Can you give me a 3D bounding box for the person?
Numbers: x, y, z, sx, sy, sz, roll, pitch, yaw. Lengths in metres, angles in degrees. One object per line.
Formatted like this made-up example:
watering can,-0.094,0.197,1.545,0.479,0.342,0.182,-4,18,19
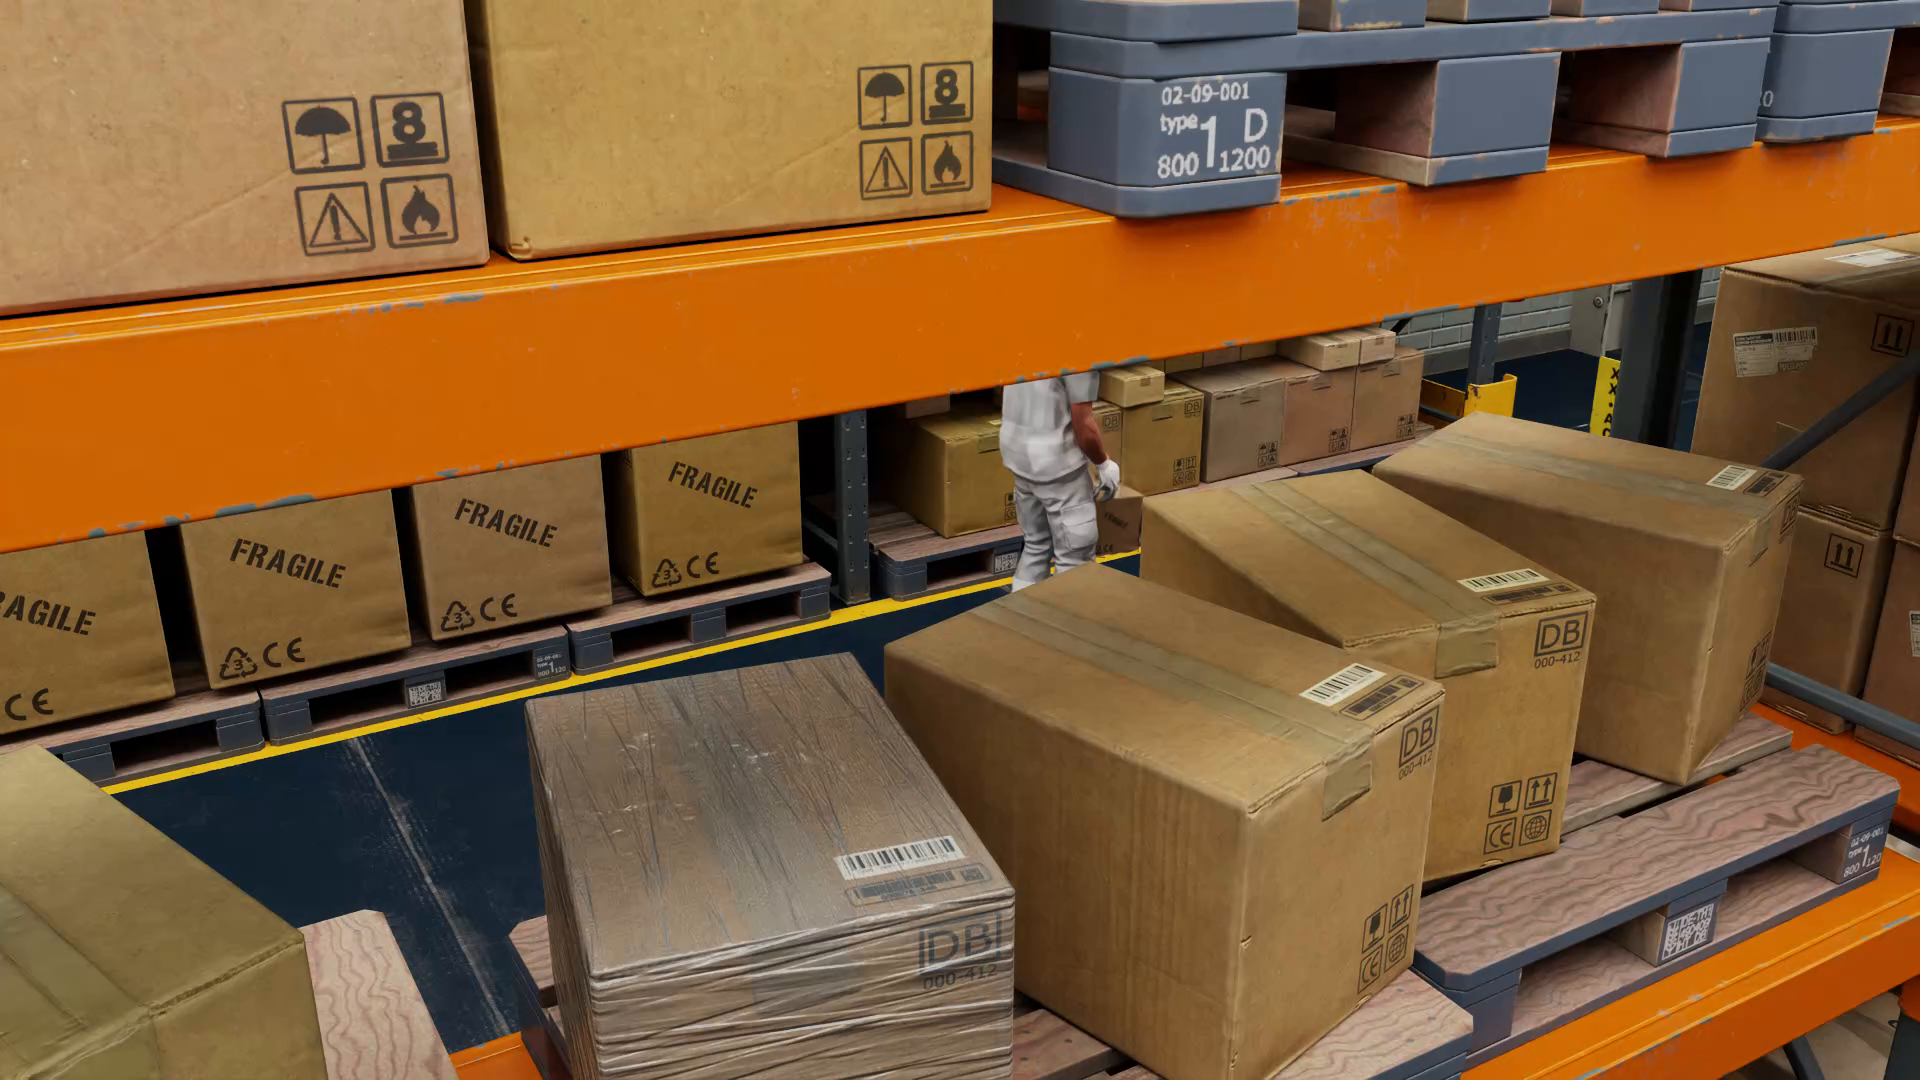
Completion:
person,0.383,-0.309,6.838,0.404,1.787,0.547,-13,25,-30
